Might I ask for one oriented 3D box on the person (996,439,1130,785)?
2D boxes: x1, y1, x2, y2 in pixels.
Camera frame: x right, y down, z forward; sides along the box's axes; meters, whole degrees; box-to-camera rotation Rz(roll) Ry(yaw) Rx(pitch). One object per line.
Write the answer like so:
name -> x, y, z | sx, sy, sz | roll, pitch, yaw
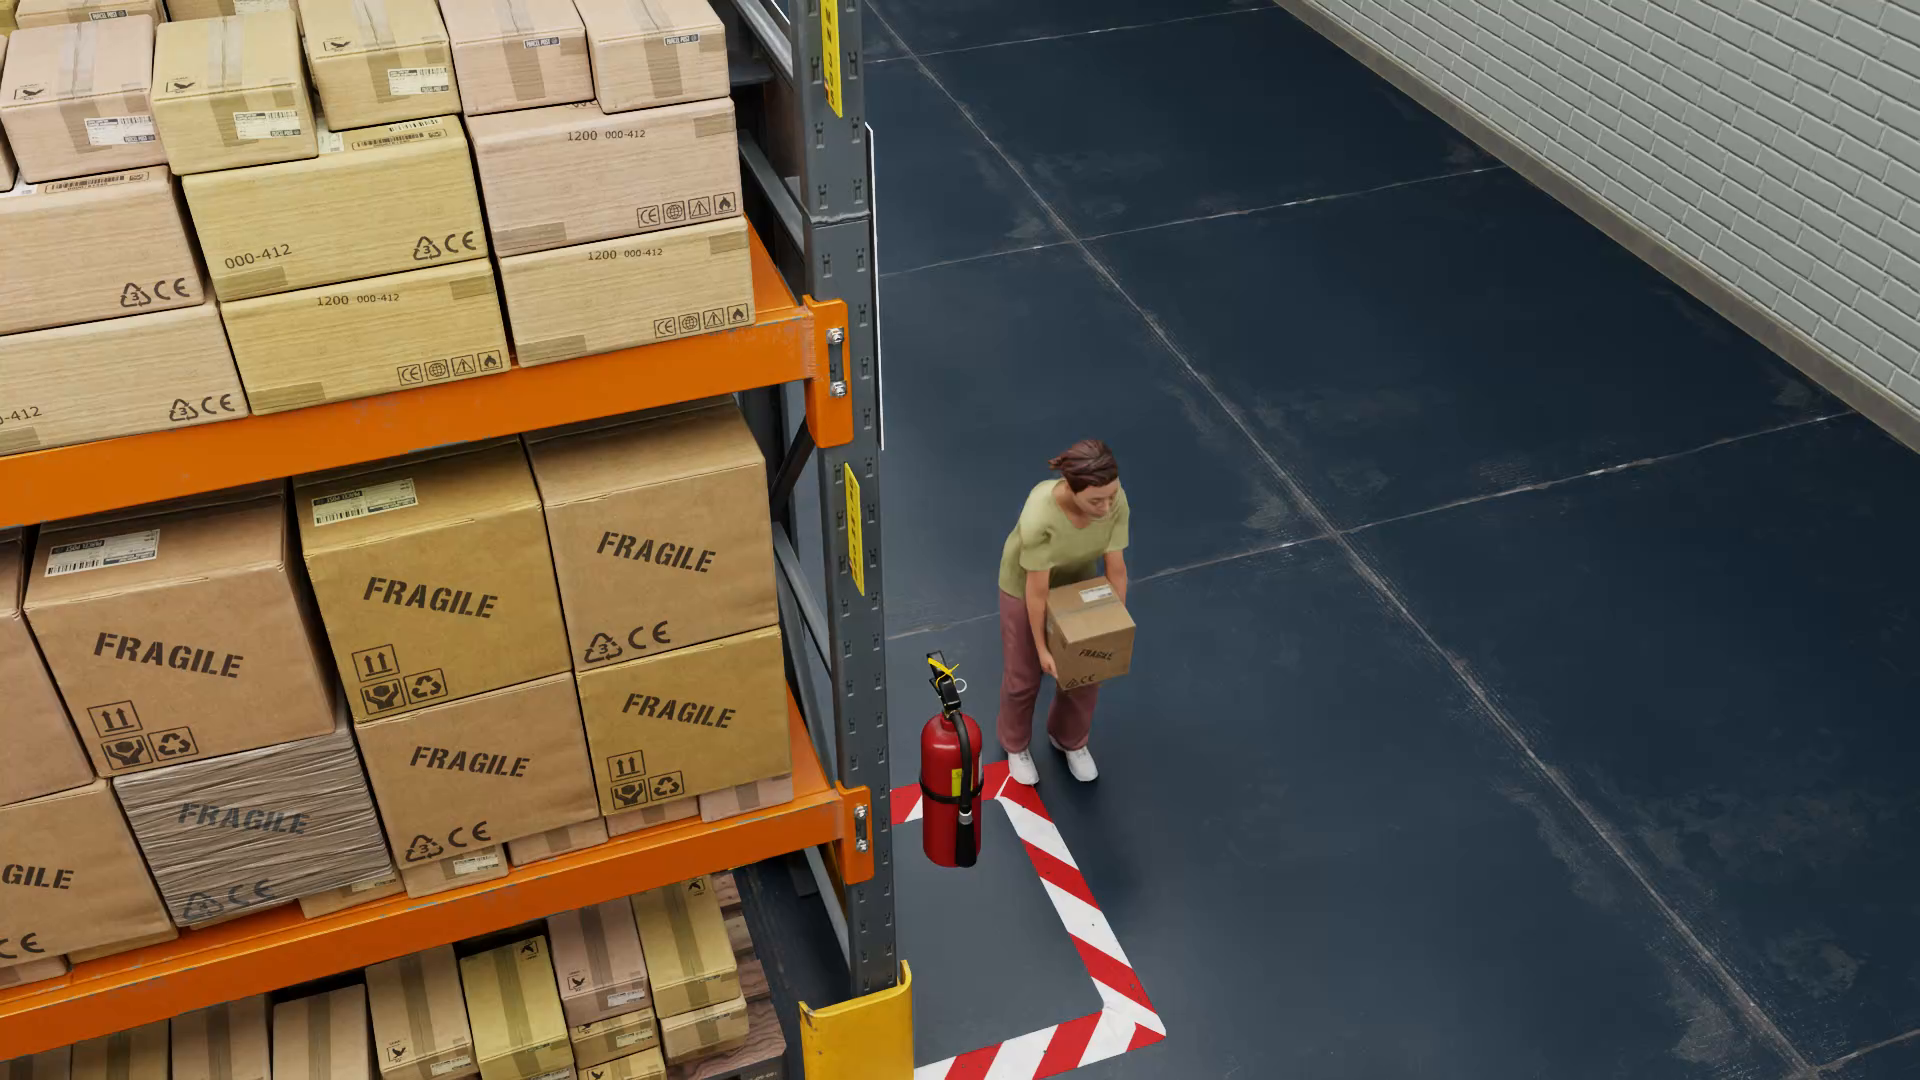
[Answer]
person -> 0.369, 0.245, 5.903 | 0.409, 1.601, 0.551 | -13, 40, -16
